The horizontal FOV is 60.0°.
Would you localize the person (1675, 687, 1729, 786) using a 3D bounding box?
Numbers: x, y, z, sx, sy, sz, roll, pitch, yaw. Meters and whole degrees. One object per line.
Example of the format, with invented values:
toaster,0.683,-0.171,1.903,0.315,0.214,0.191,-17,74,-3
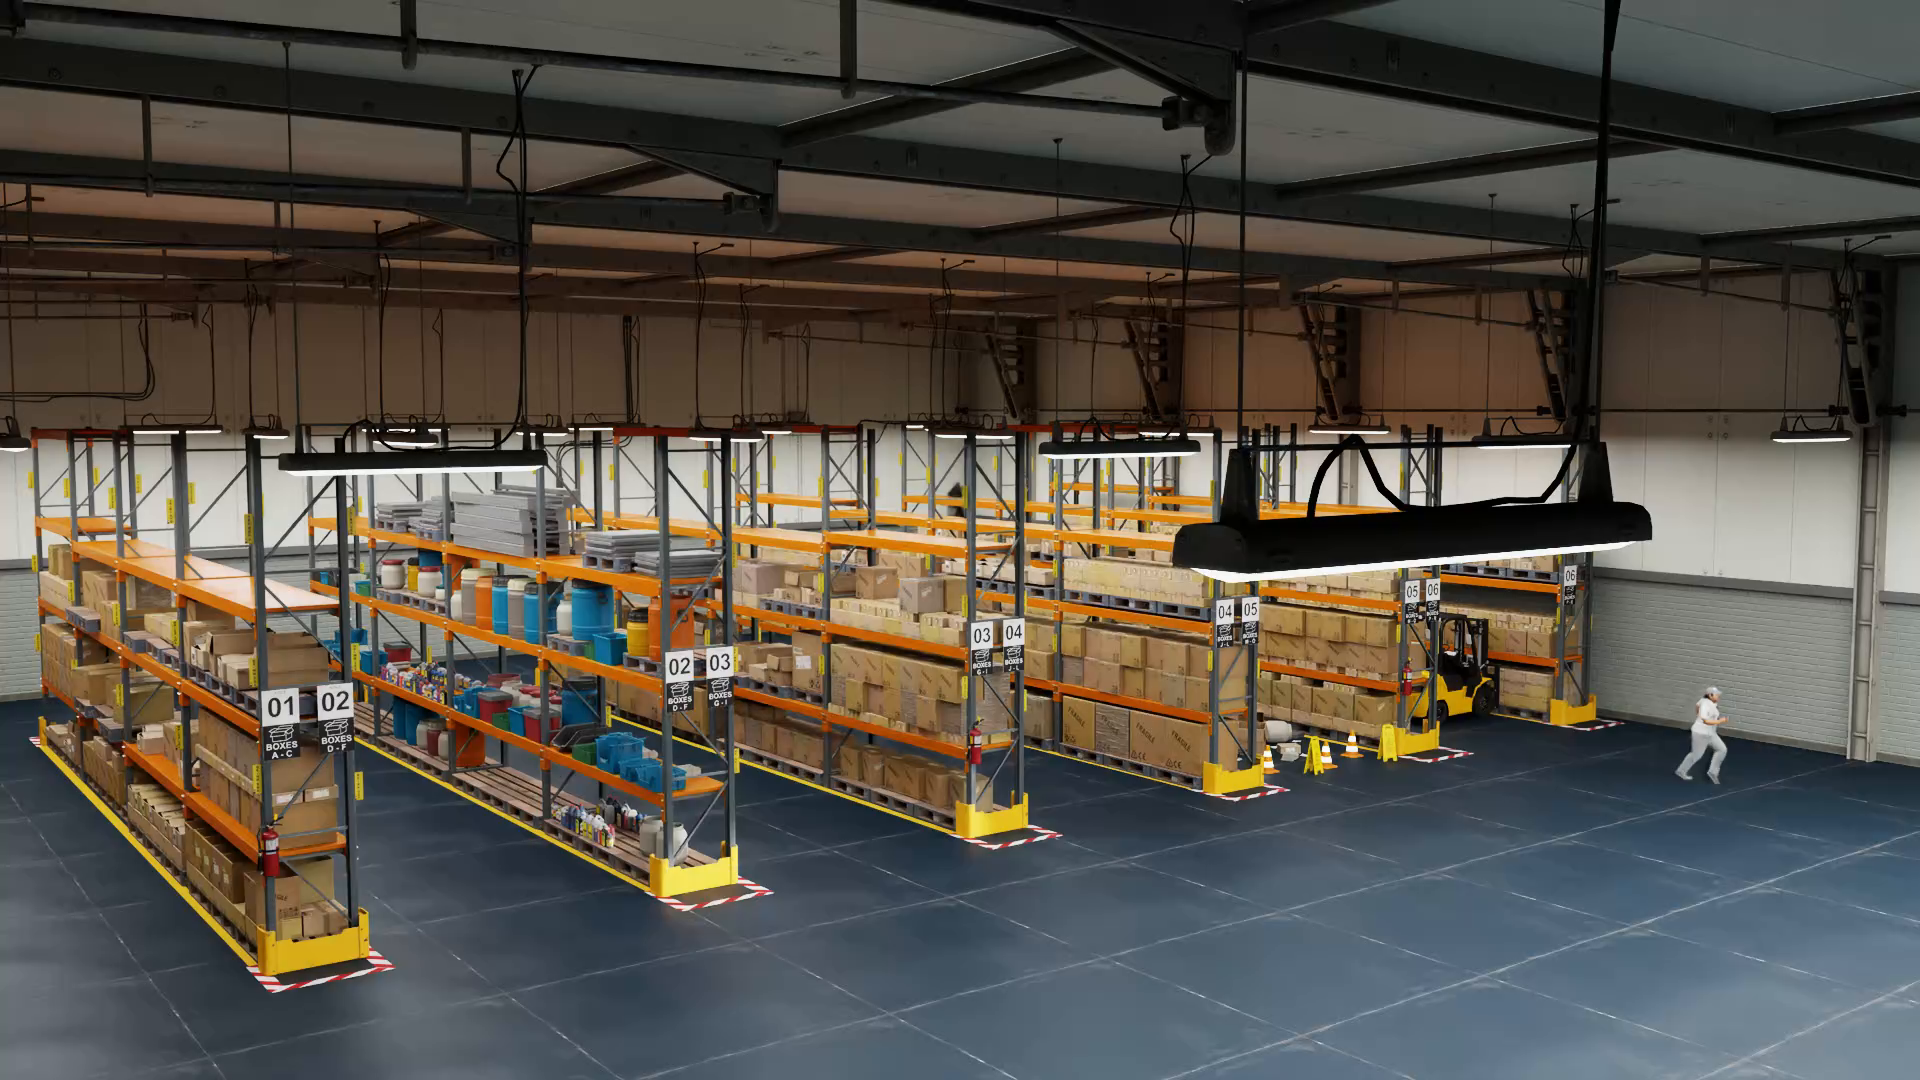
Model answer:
person,12.556,3.307,28.118,0.820,1.694,0.627,3,5,35
